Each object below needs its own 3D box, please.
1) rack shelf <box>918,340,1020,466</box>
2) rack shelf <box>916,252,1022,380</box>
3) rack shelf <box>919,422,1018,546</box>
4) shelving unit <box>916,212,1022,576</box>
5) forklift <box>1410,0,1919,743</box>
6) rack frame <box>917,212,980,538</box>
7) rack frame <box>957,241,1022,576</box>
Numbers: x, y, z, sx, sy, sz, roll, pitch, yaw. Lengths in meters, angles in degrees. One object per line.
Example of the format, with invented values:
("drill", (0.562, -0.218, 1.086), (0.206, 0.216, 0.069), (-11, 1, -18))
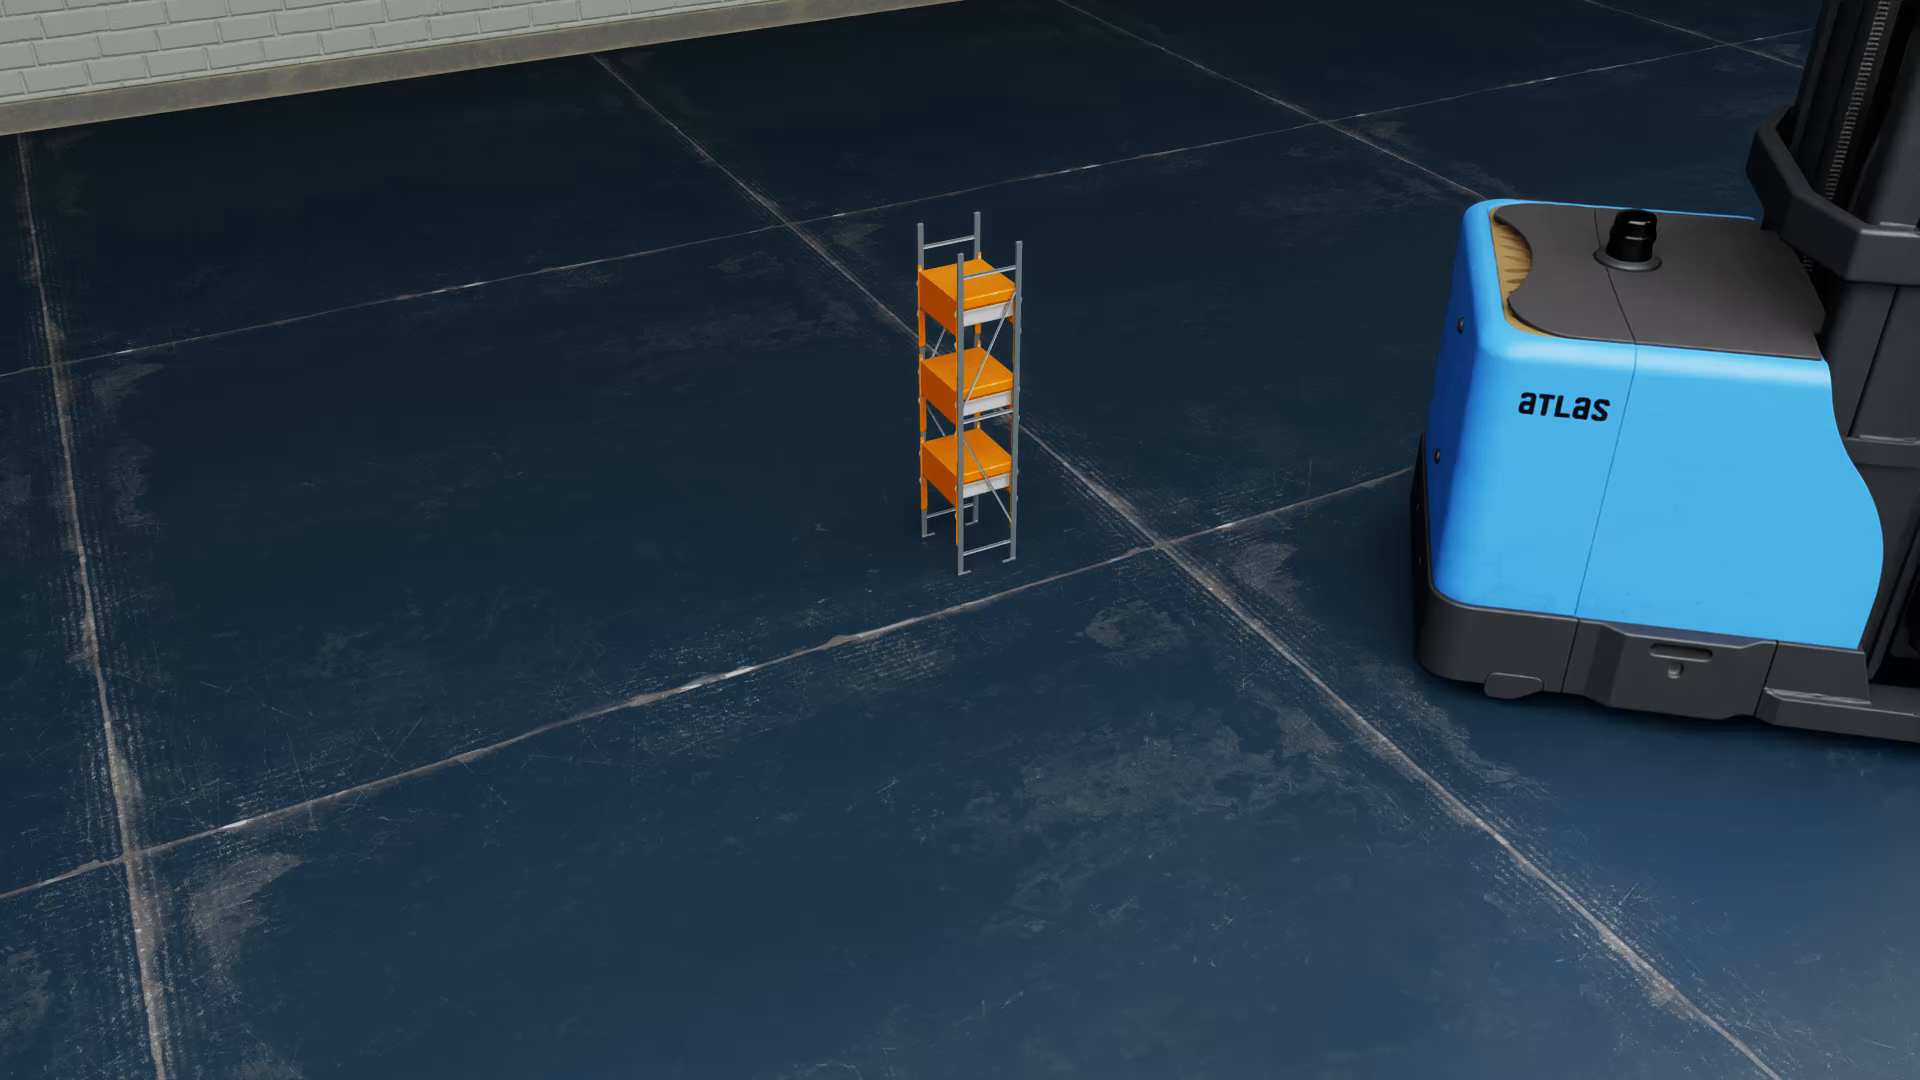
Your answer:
("rack shelf", (0.025, -0.408, 4.933), (0.215, 0.259, 0.240), (-16, 36, -23))
("rack shelf", (0.025, -0.647, 4.780), (0.215, 0.259, 0.240), (-16, 36, -23))
("rack shelf", (0.025, -0.174, 5.083), (0.215, 0.259, 0.240), (-16, 36, -23))
("shelving unit", (0.025, -0.417, 4.927), (0.215, 1.050, 0.252), (-16, 36, -23))
("forklift", (2.835, -0.912, 3.957), (3.031, 2.935, 1.130), (6, 33, 10))
("rack frame", (-0.032, -0.475, 5.018), (0.200, 1.050, 0.008), (-16, 36, -23))
("rack frame", (0.082, -0.358, 4.836), (0.200, 1.050, 0.008), (-16, 36, -23))
